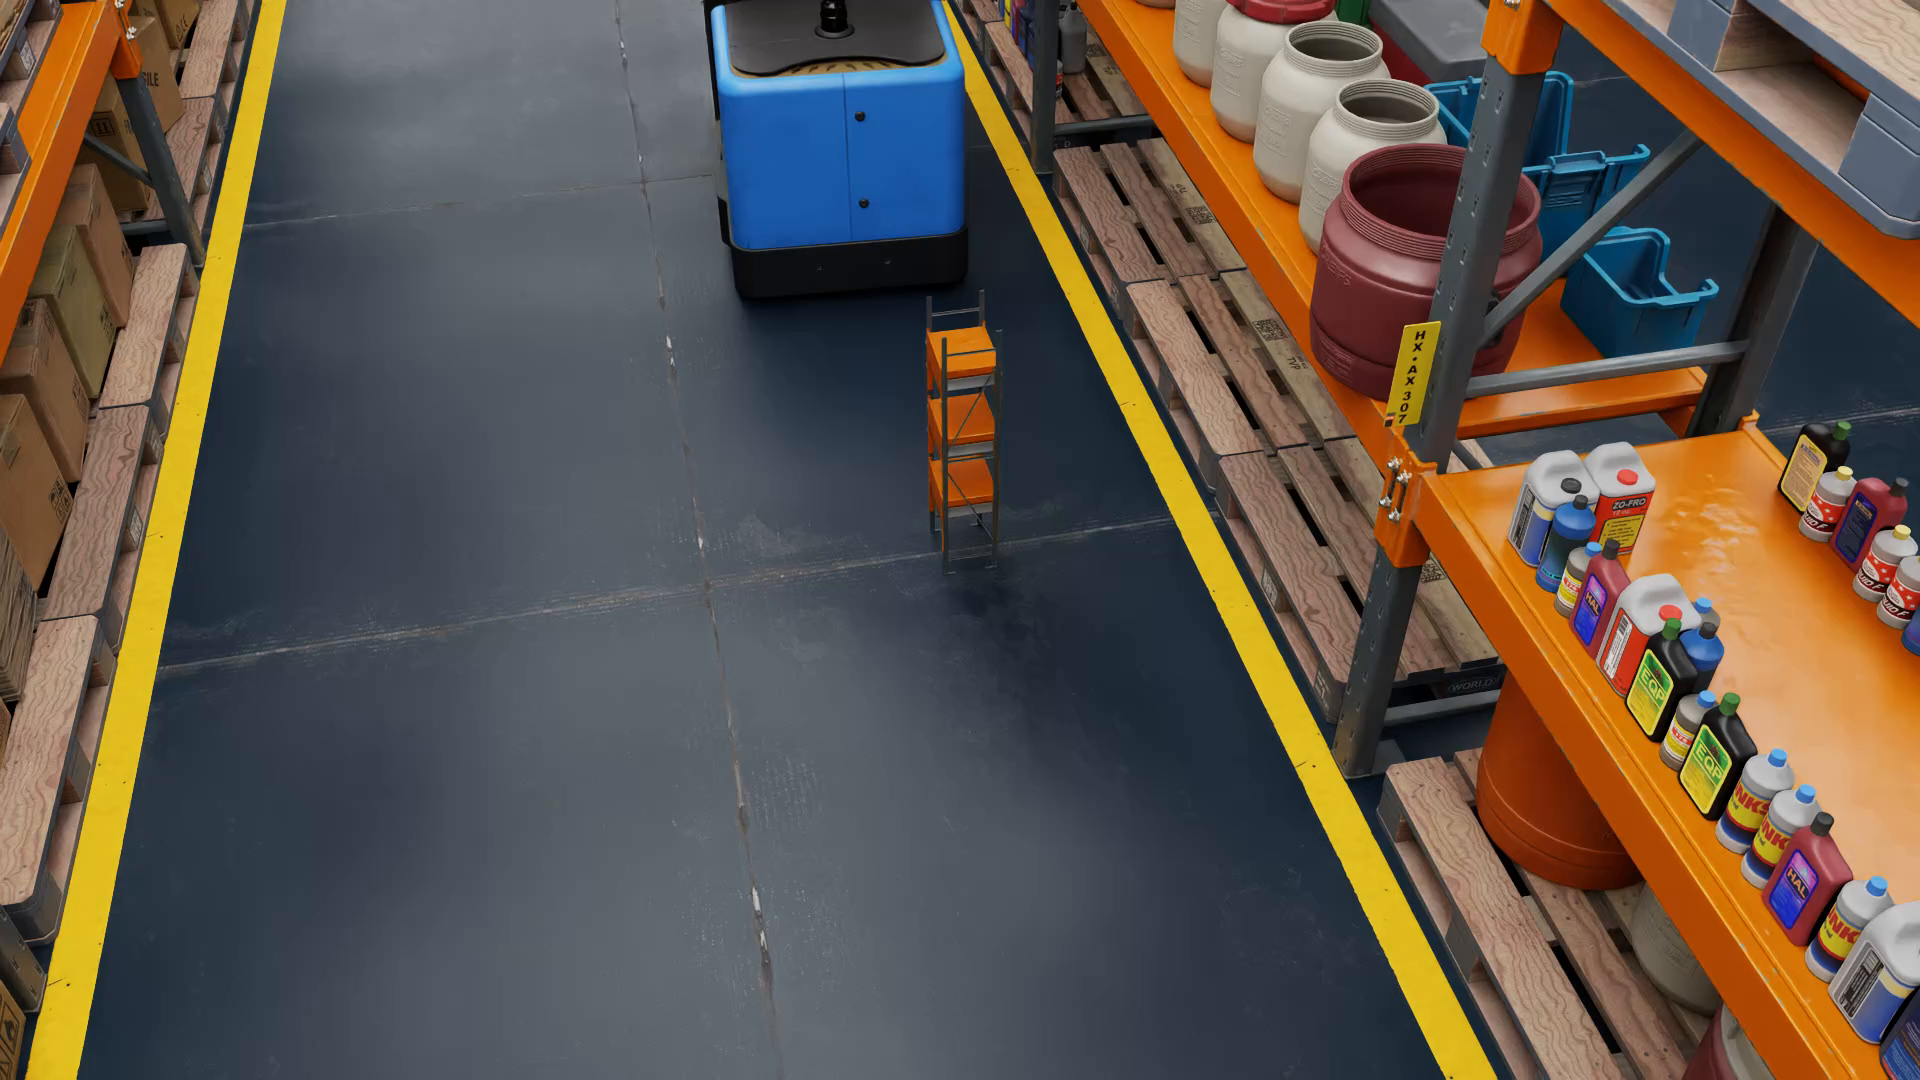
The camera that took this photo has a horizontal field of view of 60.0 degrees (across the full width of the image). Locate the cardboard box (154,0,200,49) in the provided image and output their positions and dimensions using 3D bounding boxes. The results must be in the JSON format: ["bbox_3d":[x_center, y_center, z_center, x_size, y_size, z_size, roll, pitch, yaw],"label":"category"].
[{"bbox_3d":[-4.448,-2.952,8.883,0.500,0.500,0.500,-5,42,-5],"label":"cardboard box"}]

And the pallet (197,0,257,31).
[{"bbox_3d":[-4.688,-3.305,9.814,1.003,0.211,1.213,-8,42,-9],"label":"pallet"}]

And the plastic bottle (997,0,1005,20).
[{"bbox_3d":[0.292,-3.007,9.098,0.152,0.276,0.135,-8,42,-8],"label":"plastic bottle"}]

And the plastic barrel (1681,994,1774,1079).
[{"bbox_3d":[2.084,1.339,3.982,0.600,0.588,0.708,-8,42,-9],"label":"plastic barrel"}]

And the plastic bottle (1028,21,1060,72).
[{"bbox_3d":[0.434,-2.595,8.578,0.144,0.351,0.185,-9,42,-10],"label":"plastic bottle"}]

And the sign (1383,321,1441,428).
[{"bbox_3d":[1.182,-0.430,4.352,0.100,0.325,0.005,-8,42,-9],"label":"sign"}]

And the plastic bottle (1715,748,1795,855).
[{"bbox_3d":[1.672,0.537,3.482,0.097,0.271,0.097,0,42,0],"label":"plastic bottle"}]

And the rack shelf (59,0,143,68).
[{"bbox_3d":[-4.413,-3.363,8.321,1.077,0.370,4.000,-8,42,-9],"label":"rack shelf"}]

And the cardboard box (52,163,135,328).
[{"bbox_3d":[-3.870,-1.164,6.854,0.700,0.500,0.500,-11,43,-13],"label":"cardboard box"}]

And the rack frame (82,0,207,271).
[{"bbox_3d":[-3.982,-2.336,6.622,1.000,3.000,0.127,-8,42,-9],"label":"rack frame"}]

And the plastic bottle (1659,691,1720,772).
[{"bbox_3d":[1.623,0.414,3.674,0.097,0.201,0.097,0,42,0],"label":"plastic bottle"}]

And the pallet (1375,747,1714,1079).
[{"bbox_3d":[1.929,1.095,4.857,1.003,0.211,1.213,-8,42,-9],"label":"pallet"}]

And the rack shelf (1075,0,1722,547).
[{"bbox_3d":[1.286,-1.480,6.200,1.077,0.370,4.000,-8,42,-9],"label":"rack shelf"}]

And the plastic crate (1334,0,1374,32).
[{"bbox_3d":[1.506,-1.878,6.265,0.450,0.188,0.662,-8,42,-9],"label":"plastic crate"}]

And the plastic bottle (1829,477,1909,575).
[{"bbox_3d":[2.272,-0.058,4.144,0.061,0.283,0.133,-8,42,-9],"label":"plastic bottle"}]

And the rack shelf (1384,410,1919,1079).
[{"bbox_3d":[2.150,1.113,3.279,1.077,0.370,4.000,-8,42,-9],"label":"rack shelf"}]

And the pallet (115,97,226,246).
[{"bbox_3d":[-4.161,-1.723,8.032,1.003,0.211,1.213,-8,42,-9],"label":"pallet"}]

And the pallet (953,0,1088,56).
[{"bbox_3d":[0.483,-3.236,9.737,1.003,0.211,1.213,-8,42,-9],"label":"pallet"}]

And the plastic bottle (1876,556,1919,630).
[{"bbox_3d":[2.300,0.113,4.013,0.097,0.201,0.097,0,42,0],"label":"plastic bottle"}]

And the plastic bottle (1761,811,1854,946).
[{"bbox_3d":[1.700,0.673,3.320,0.061,0.283,0.133,-8,42,-9],"label":"plastic bottle"}]

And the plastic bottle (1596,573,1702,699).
[{"bbox_3d":[1.596,0.221,3.835,0.152,0.276,0.135,-8,42,-9],"label":"plastic bottle"}]

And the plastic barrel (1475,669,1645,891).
[{"bbox_3d":[1.840,0.517,4.727,0.600,0.830,0.708,-8,42,-9],"label":"plastic barrel"}]

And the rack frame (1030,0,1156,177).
[{"bbox_3d":[0.854,-3.045,7.421,1.000,3.000,0.127,-8,42,-9],"label":"rack frame"}]

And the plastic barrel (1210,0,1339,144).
[{"bbox_3d":[1.099,-1.689,5.790,0.433,0.535,0.433,0,42,0],"label":"plastic barrel"}]

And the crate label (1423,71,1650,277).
[{"bbox_3d":[1.768,-1.148,5.258,0.502,0.435,0.616,-8,42,-9],"label":"crate label"}]

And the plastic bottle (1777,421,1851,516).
[{"bbox_3d":[2.222,-0.208,4.312,0.061,0.283,0.133,-8,42,-9],"label":"plastic bottle"}]

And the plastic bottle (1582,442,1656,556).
[{"bbox_3d":[1.644,-0.101,4.198,0.152,0.276,0.135,-8,42,-9],"label":"plastic bottle"}]

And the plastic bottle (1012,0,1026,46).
[{"bbox_3d":[0.317,-2.794,8.853,0.061,0.283,0.133,-6,42,-6],"label":"plastic bottle"}]

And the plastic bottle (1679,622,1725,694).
[{"bbox_3d":[1.653,0.293,3.758,0.097,0.271,0.097,0,42,0],"label":"plastic bottle"}]

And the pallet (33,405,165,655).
[{"bbox_3d":[-3.545,0.004,6.086,1.003,0.211,1.213,-8,42,-9],"label":"pallet"}]

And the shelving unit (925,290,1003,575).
[{"bbox_3d":[0.012,-0.358,5.862,0.215,1.050,0.252,-8,42,-9],"label":"shelving unit"}]

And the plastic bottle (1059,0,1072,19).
[{"bbox_3d":[0.532,-2.729,8.785,0.152,0.276,0.135,-8,42,-9],"label":"plastic bottle"}]

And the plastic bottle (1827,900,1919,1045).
[{"bbox_3d":[1.795,0.820,3.161,0.152,0.276,0.135,-8,42,-9],"label":"plastic bottle"}]

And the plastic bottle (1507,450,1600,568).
[{"bbox_3d":[1.496,-0.079,4.173,0.152,0.276,0.135,-8,42,-9],"label":"plastic bottle"}]

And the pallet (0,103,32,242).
[{"bbox_3d":[-3.586,-0.948,5.203,1.003,0.211,1.213,-8,42,-9],"label":"pallet"}]

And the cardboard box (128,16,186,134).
[{"bbox_3d":[-4.160,-2.193,8.028,0.500,0.500,0.500,4,42,4],"label":"cardboard box"}]

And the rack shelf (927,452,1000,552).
[{"bbox_3d":[0.012,-0.142,6.054,0.215,0.259,0.240,-8,42,-9],"label":"rack shelf"}]

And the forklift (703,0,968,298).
[{"bbox_3d":[-0.697,-3.148,7.588,1.130,2.935,3.031,-6,42,-7],"label":"forklift"}]

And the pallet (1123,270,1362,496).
[{"bbox_3d":[1.329,-0.707,6.887,1.003,0.211,1.213,-8,42,-9],"label":"pallet"}]

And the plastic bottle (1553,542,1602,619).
[{"bbox_3d":[1.515,0.091,4.038,0.097,0.201,0.097,0,42,0],"label":"plastic bottle"}]

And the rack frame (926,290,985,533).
[{"bbox_3d":[-0.015,-0.437,5.951,0.200,1.050,0.008,-8,42,-9],"label":"rack frame"}]

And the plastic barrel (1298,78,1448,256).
[{"bbox_3d":[1.287,-1.131,5.180,0.421,0.512,0.421,0,42,0],"label":"plastic barrel"}]

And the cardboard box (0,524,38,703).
[{"bbox_3d":[-3.415,0.238,5.274,0.700,0.500,0.500,-12,43,-13],"label":"cardboard box"}]

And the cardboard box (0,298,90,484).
[{"bbox_3d":[-3.664,-0.490,6.094,0.700,0.500,0.500,-12,43,-13],"label":"cardboard box"}]
